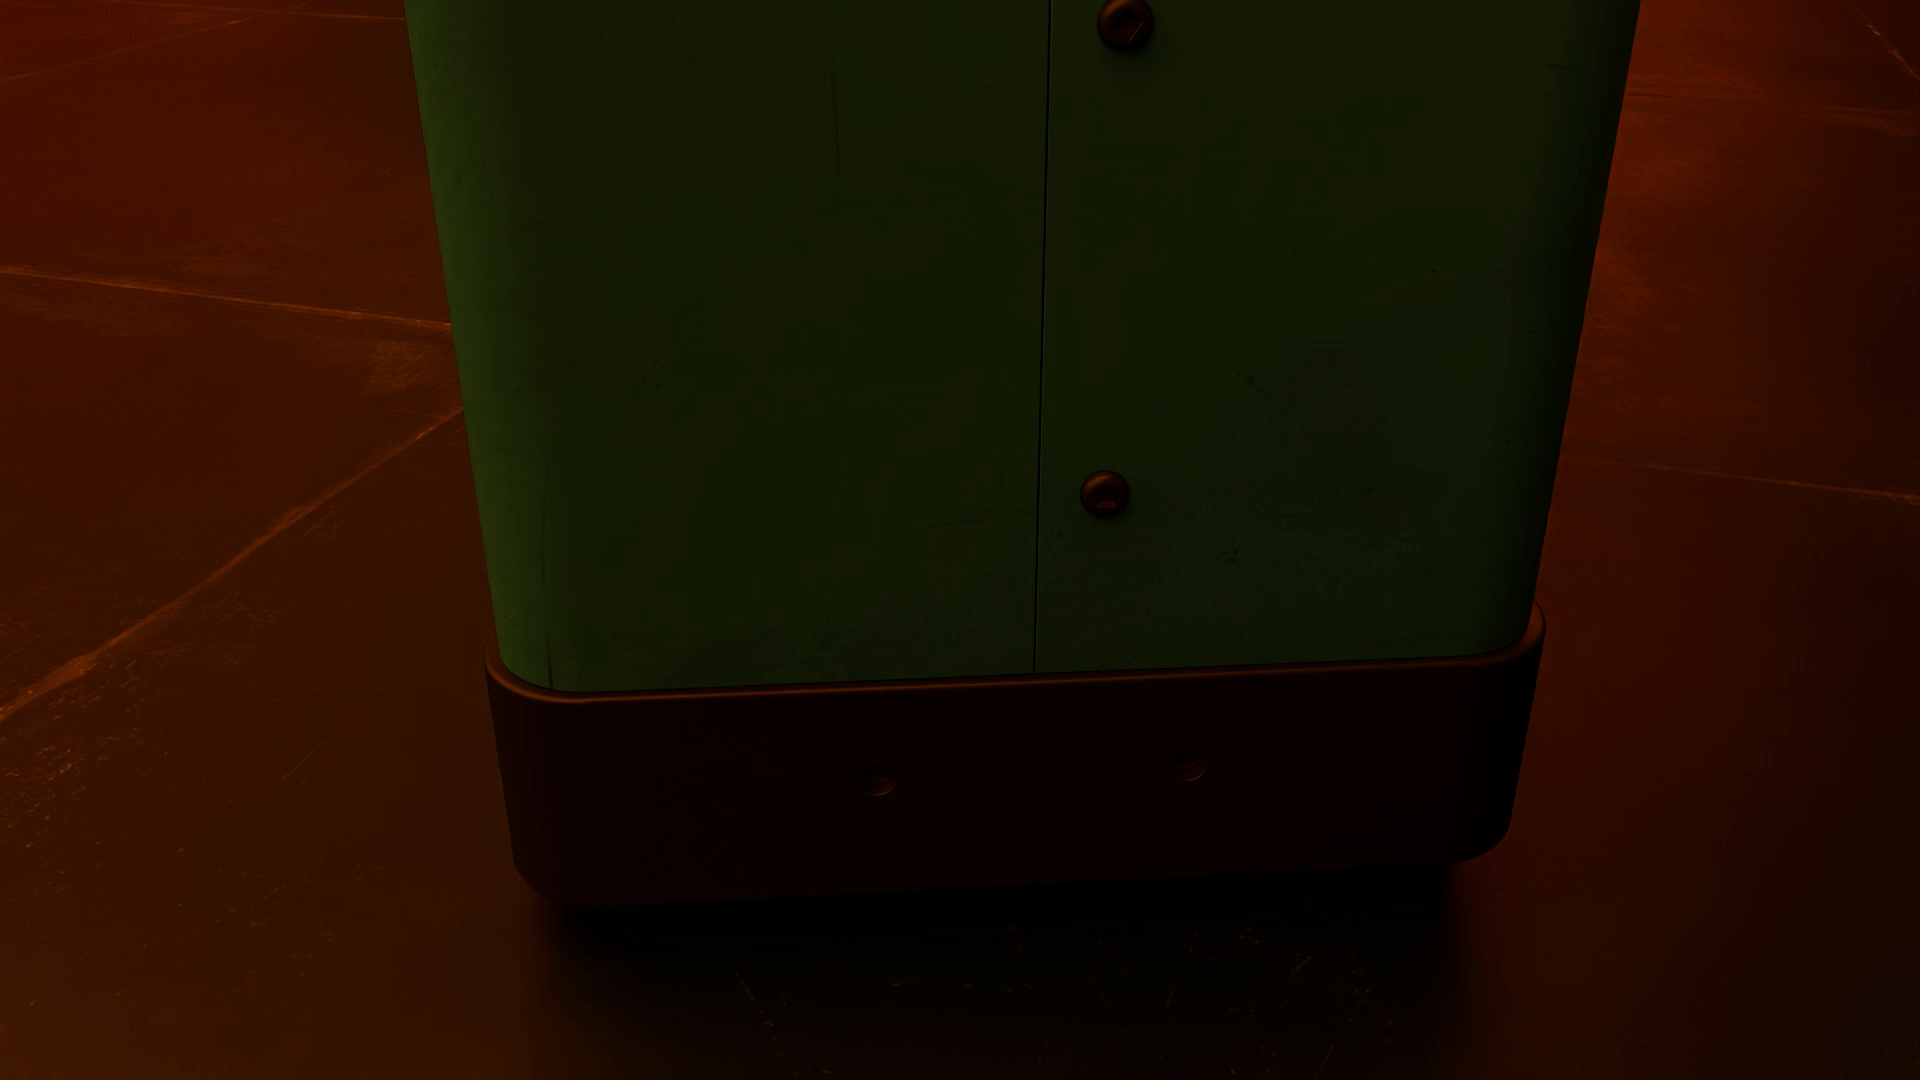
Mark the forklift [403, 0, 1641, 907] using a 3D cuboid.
[{"bbox_3d":[-0.048,-1.581,2.374,1.130,2.935,3.031,-2,27,-4],"label":"forklift"}]
